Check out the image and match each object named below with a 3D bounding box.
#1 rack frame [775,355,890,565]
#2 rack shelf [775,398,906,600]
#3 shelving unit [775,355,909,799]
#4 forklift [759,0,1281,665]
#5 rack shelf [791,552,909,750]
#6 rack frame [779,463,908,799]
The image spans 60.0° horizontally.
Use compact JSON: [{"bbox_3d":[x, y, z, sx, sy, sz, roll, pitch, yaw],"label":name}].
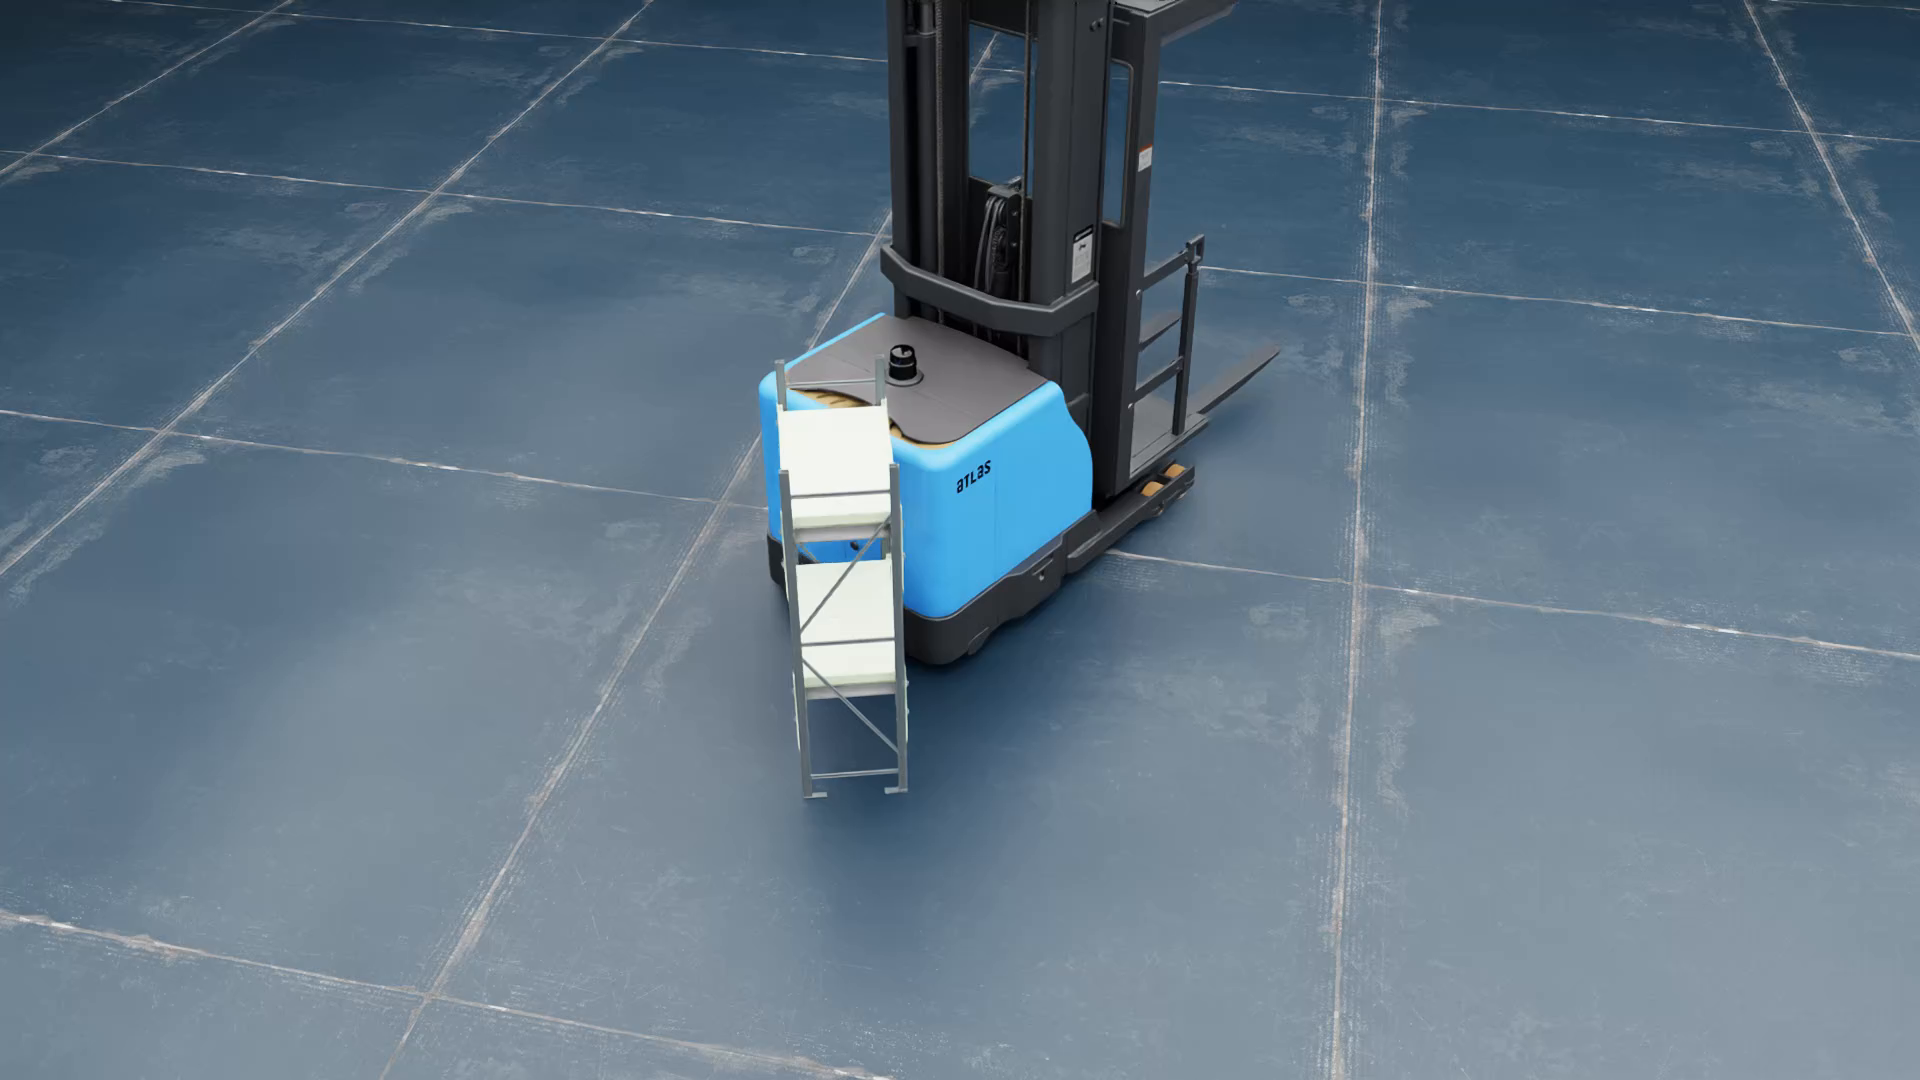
[{"bbox_3d":[-0.480,-0.058,6.553,0.400,1.500,0.023,-4,36,-5],"label":"rack frame"},{"bbox_3d":[-0.441,-0.161,6.029,0.431,0.370,0.720,-4,36,-5],"label":"rack shelf"},{"bbox_3d":[-0.441,0.155,6.258,0.431,1.500,0.755,-4,36,-5],"label":"shelving unit"},{"bbox_3d":[0.478,-1.465,7.274,1.130,2.935,3.031,26,43,31],"label":"forklift"},{"bbox_3d":[-0.441,0.419,6.449,0.431,0.370,0.720,-4,36,-5],"label":"rack shelf"},{"bbox_3d":[-0.402,0.369,5.963,0.400,1.500,0.023,-4,36,-5],"label":"rack frame"}]
